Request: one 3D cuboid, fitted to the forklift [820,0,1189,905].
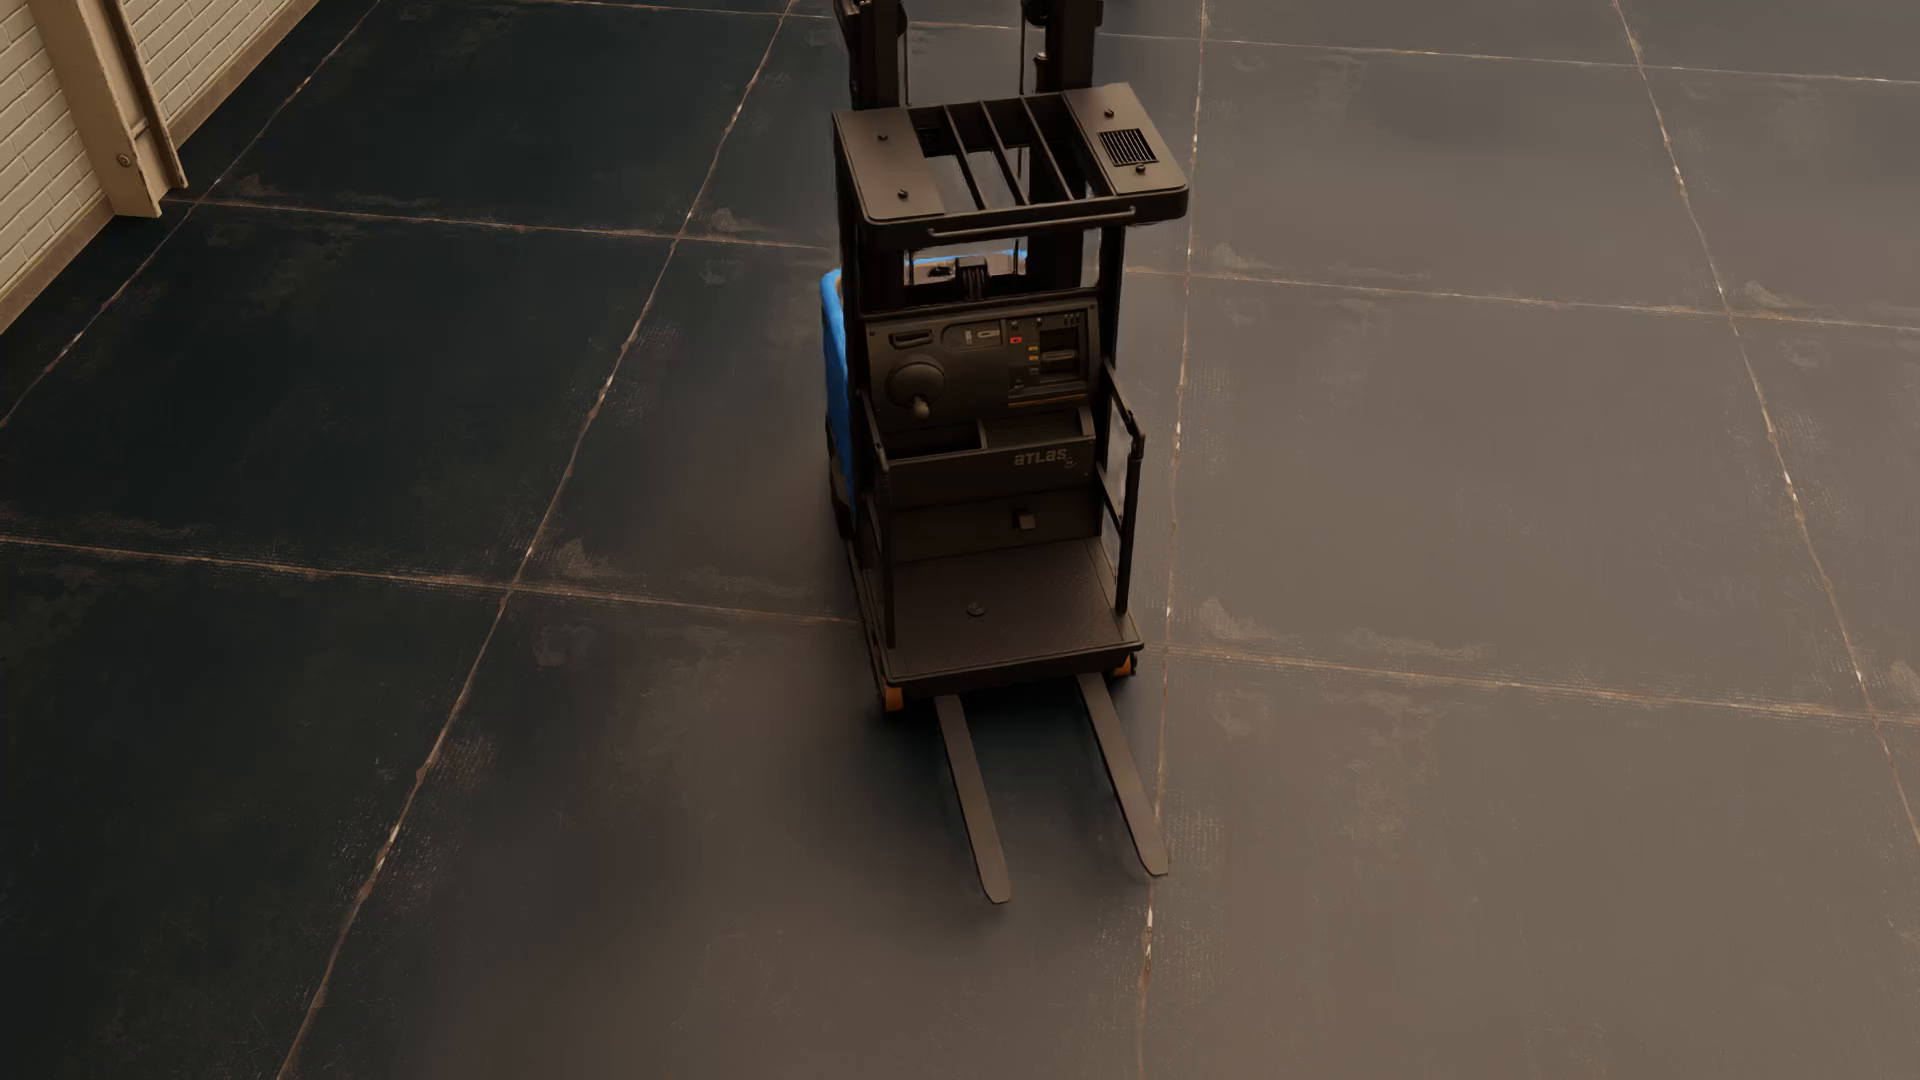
[{"bbox_3d":[0.141,-0.627,6.407,1.130,2.935,3.031,-8,43,-9],"label":"forklift"}]
